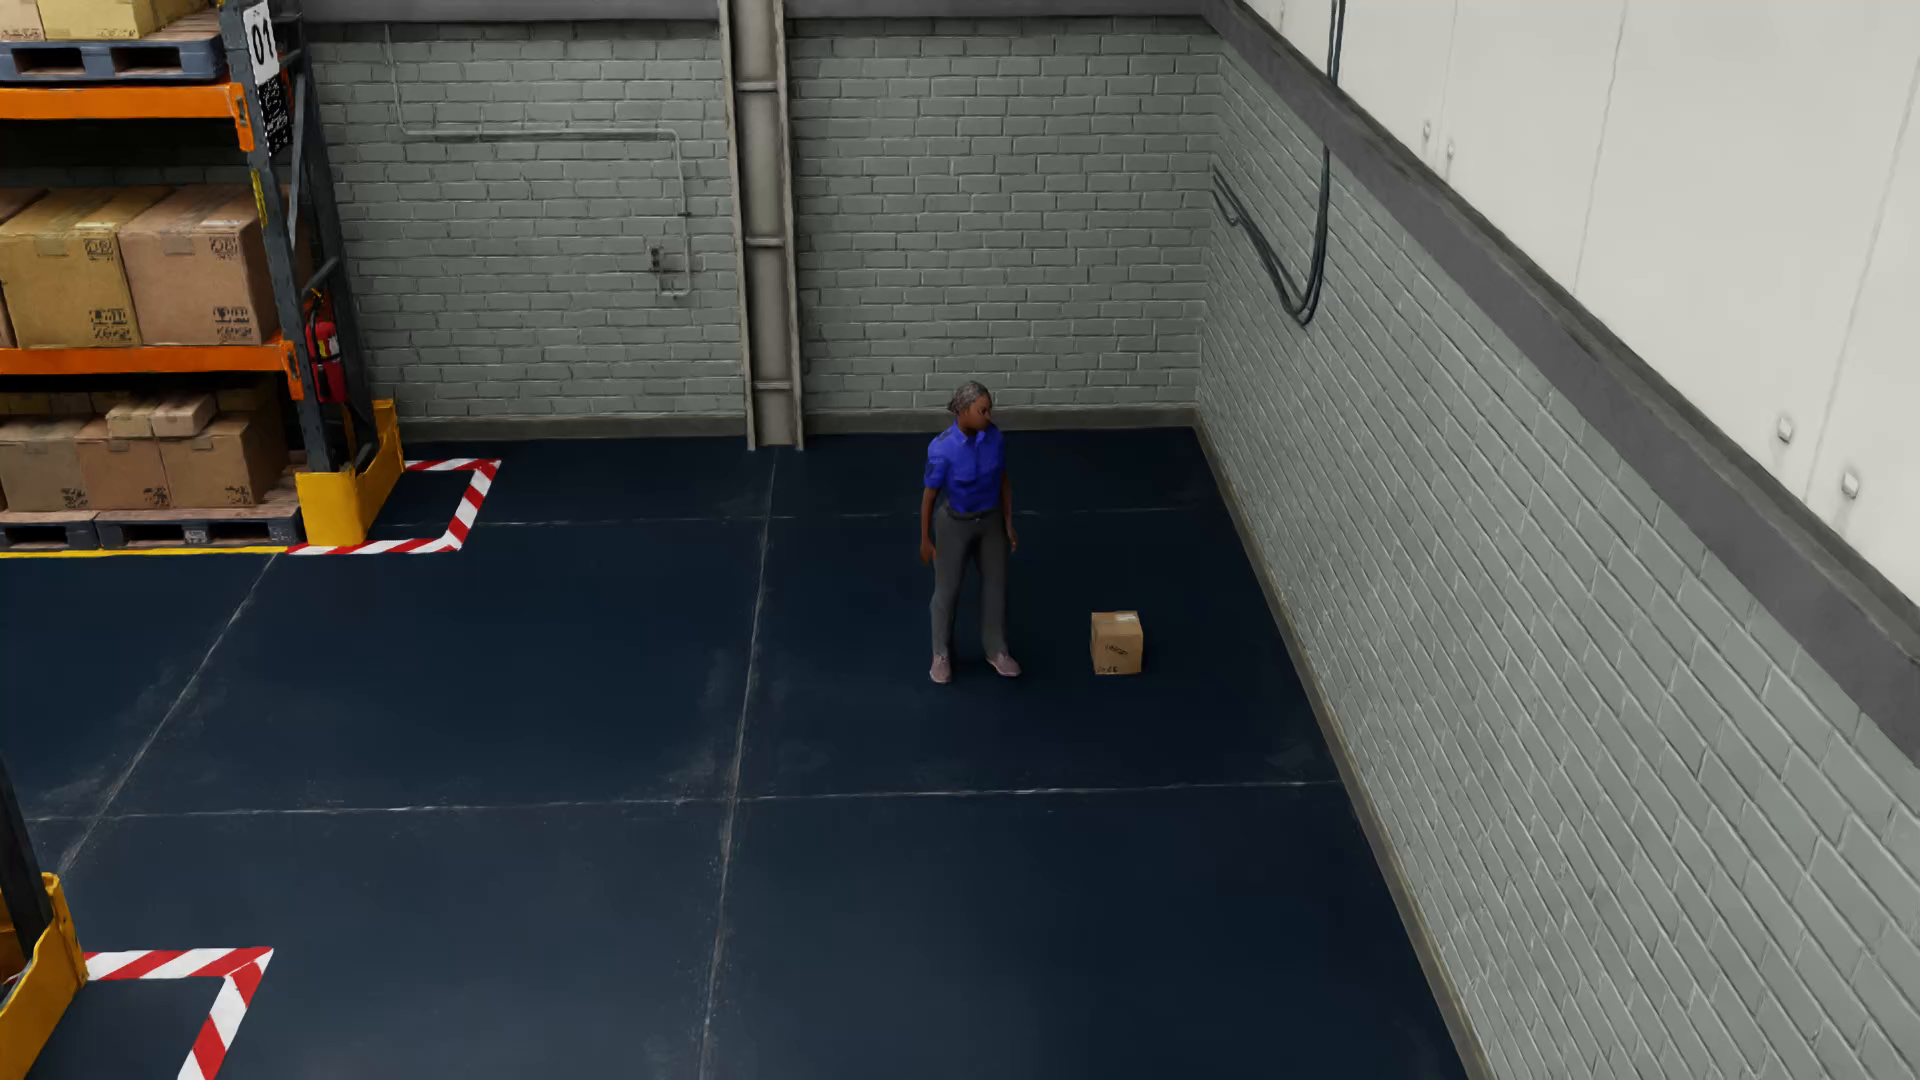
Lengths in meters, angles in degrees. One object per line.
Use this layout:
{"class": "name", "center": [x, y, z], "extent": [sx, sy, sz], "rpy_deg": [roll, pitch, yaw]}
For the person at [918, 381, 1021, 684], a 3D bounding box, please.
{"class": "person", "center": [0.064, -0.020, 8.623], "extent": [0.519, 1.665, 0.474], "rpy_deg": [-15, 31, -27]}
